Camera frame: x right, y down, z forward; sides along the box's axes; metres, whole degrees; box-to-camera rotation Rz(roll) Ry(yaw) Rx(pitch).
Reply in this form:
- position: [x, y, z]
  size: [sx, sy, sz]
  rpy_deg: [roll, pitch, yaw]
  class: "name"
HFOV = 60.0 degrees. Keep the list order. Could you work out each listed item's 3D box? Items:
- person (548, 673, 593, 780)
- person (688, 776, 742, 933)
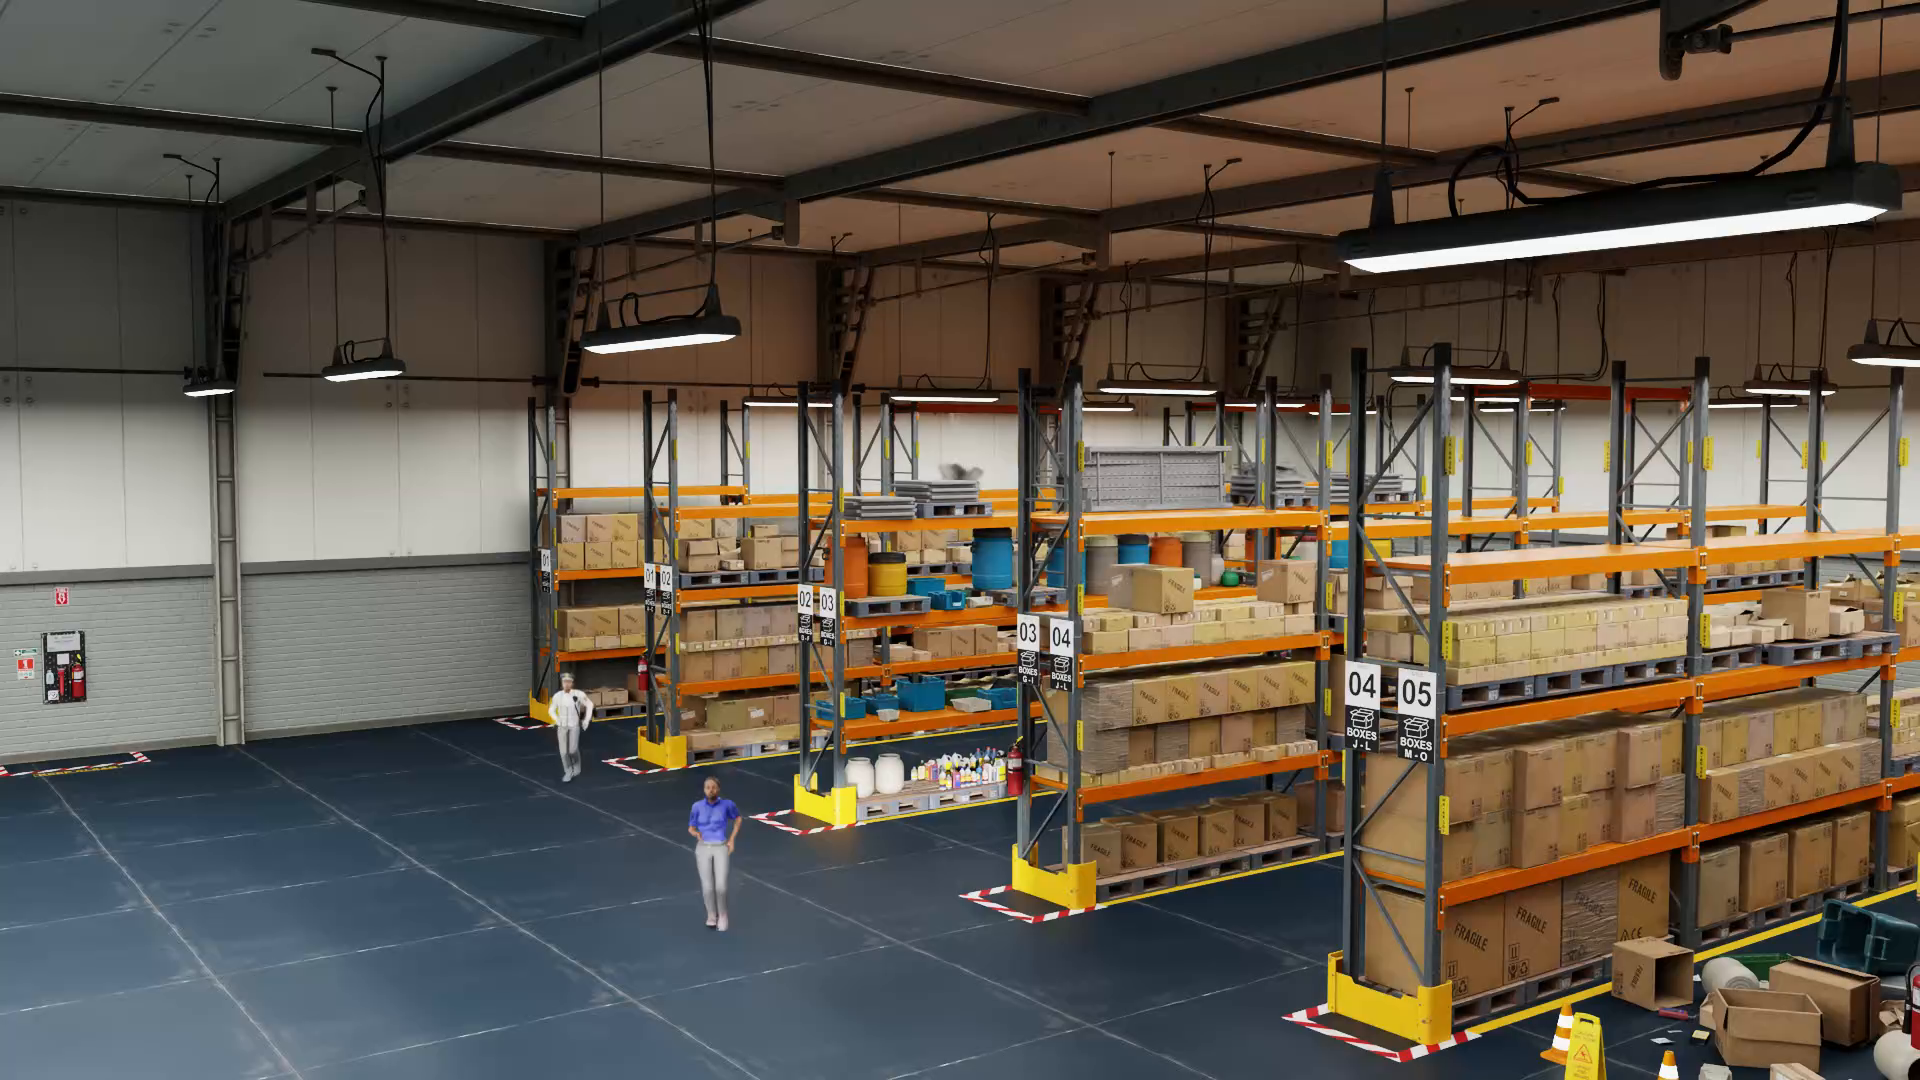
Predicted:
- position: [-5.934, 2.844, 25.287]
  size: [0.652, 1.652, 0.554]
  rpy_deg: [0, 3, -4]
  class: "person"
- position: [-2.589, 3.355, 17.502]
  size: [0.542, 1.567, 0.672]
  rpy_deg: [0, 3, -2]
  class: "person"
